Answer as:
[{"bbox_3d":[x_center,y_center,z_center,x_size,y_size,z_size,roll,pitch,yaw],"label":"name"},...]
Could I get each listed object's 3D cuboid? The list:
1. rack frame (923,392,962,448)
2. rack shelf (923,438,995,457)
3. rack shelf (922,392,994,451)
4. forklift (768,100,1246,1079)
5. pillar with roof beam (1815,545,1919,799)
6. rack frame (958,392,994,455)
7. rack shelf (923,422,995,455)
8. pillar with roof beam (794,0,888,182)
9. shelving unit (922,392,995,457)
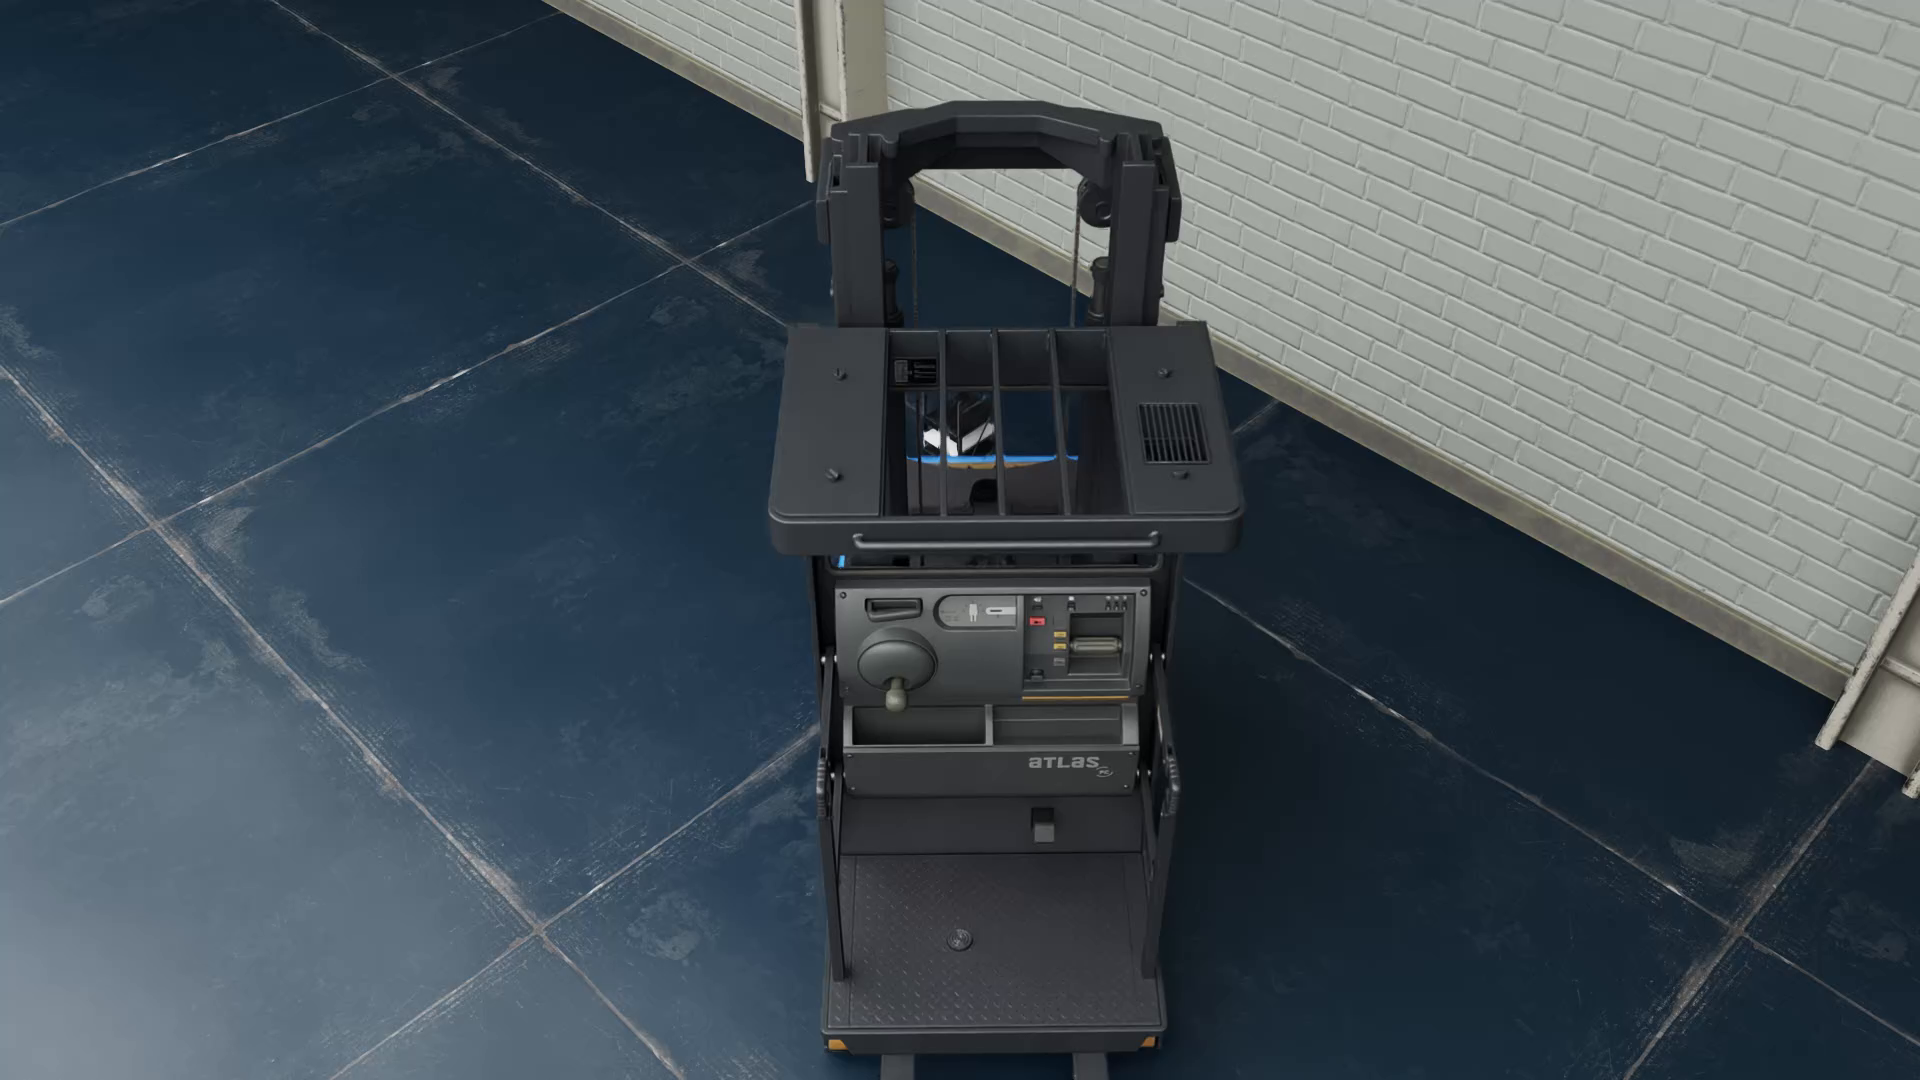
[{"bbox_3d":[-0.066,-0.375,7.111,0.240,0.900,0.006,-34,53,-31],"label":"rack frame"},{"bbox_3d":[0.006,-0.368,7.019,0.258,0.077,0.200,-34,53,-31],"label":"rack shelf"},{"bbox_3d":[0.006,-0.500,6.897,0.258,0.077,0.200,-34,53,-31],"label":"rack shelf"},{"bbox_3d":[0.103,0.396,4.779,1.130,2.935,3.031,0,43,0],"label":"forklift"},{"bbox_3d":[0.543,-0.426,1.198,9.100,9.000,0.400,-34,53,-31],"label":"pillar with roof beam"},{"bbox_3d":[0.078,-0.278,7.005,0.240,0.900,0.006,-34,53,-31],"label":"rack frame"},{"bbox_3d":[0.006,-0.434,6.958,0.258,0.077,0.200,-34,53,-31],"label":"rack shelf"},{"bbox_3d":[-3.694,-3.309,4.318,9.100,9.000,0.400,-34,53,-31],"label":"pillar with roof beam"},{"bbox_3d":[0.006,-0.327,7.058,0.258,0.900,0.210,-34,53,-31],"label":"shelving unit"}]
